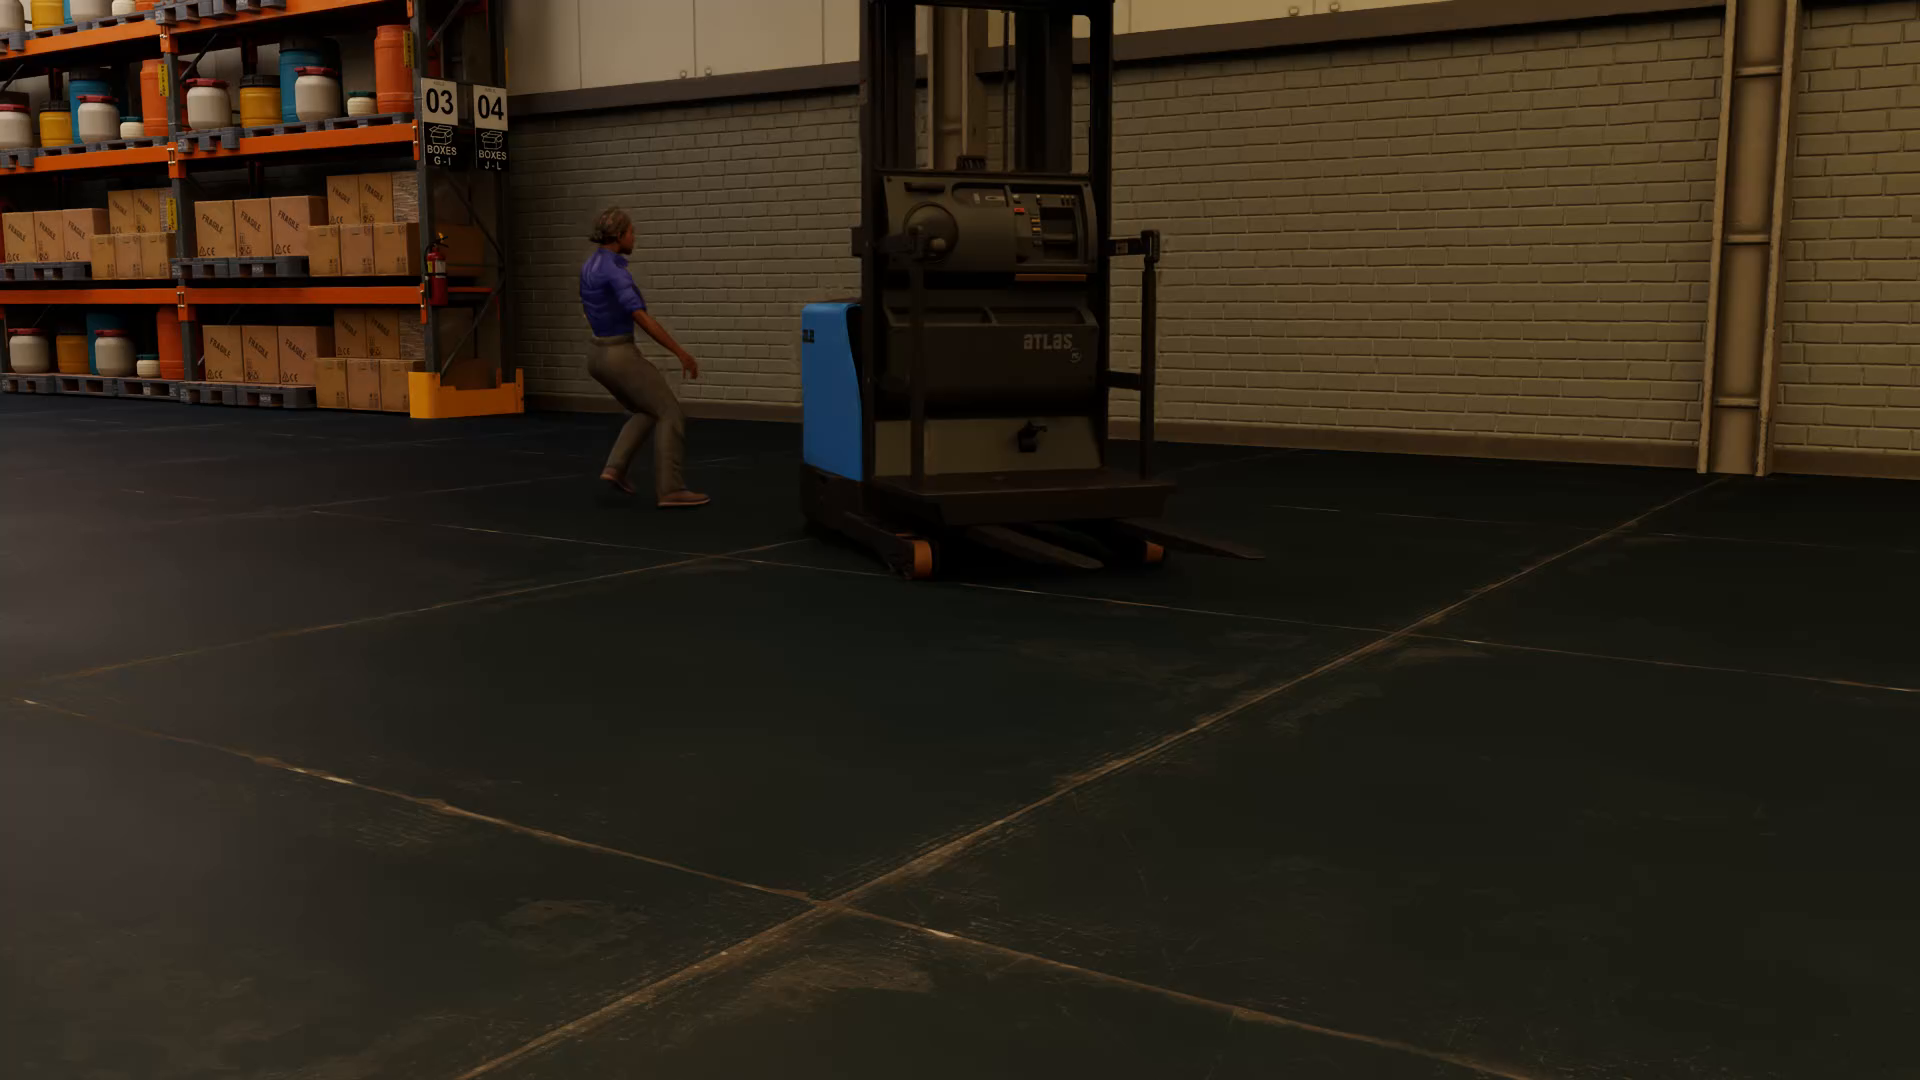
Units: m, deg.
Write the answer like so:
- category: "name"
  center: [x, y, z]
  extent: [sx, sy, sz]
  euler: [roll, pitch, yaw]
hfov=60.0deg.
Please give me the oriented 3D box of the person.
- category: "person"
  center: [-1.704, -0.972, 8.872]
  extent: [0.547, 1.559, 0.700]
  euler: [-5, 10, -32]

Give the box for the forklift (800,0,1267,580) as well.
- category: "forklift"
  center: [0.207, -1.356, 6.732]
  extent: [1.130, 2.935, 3.031]
  euler: [-3, 9, -20]
